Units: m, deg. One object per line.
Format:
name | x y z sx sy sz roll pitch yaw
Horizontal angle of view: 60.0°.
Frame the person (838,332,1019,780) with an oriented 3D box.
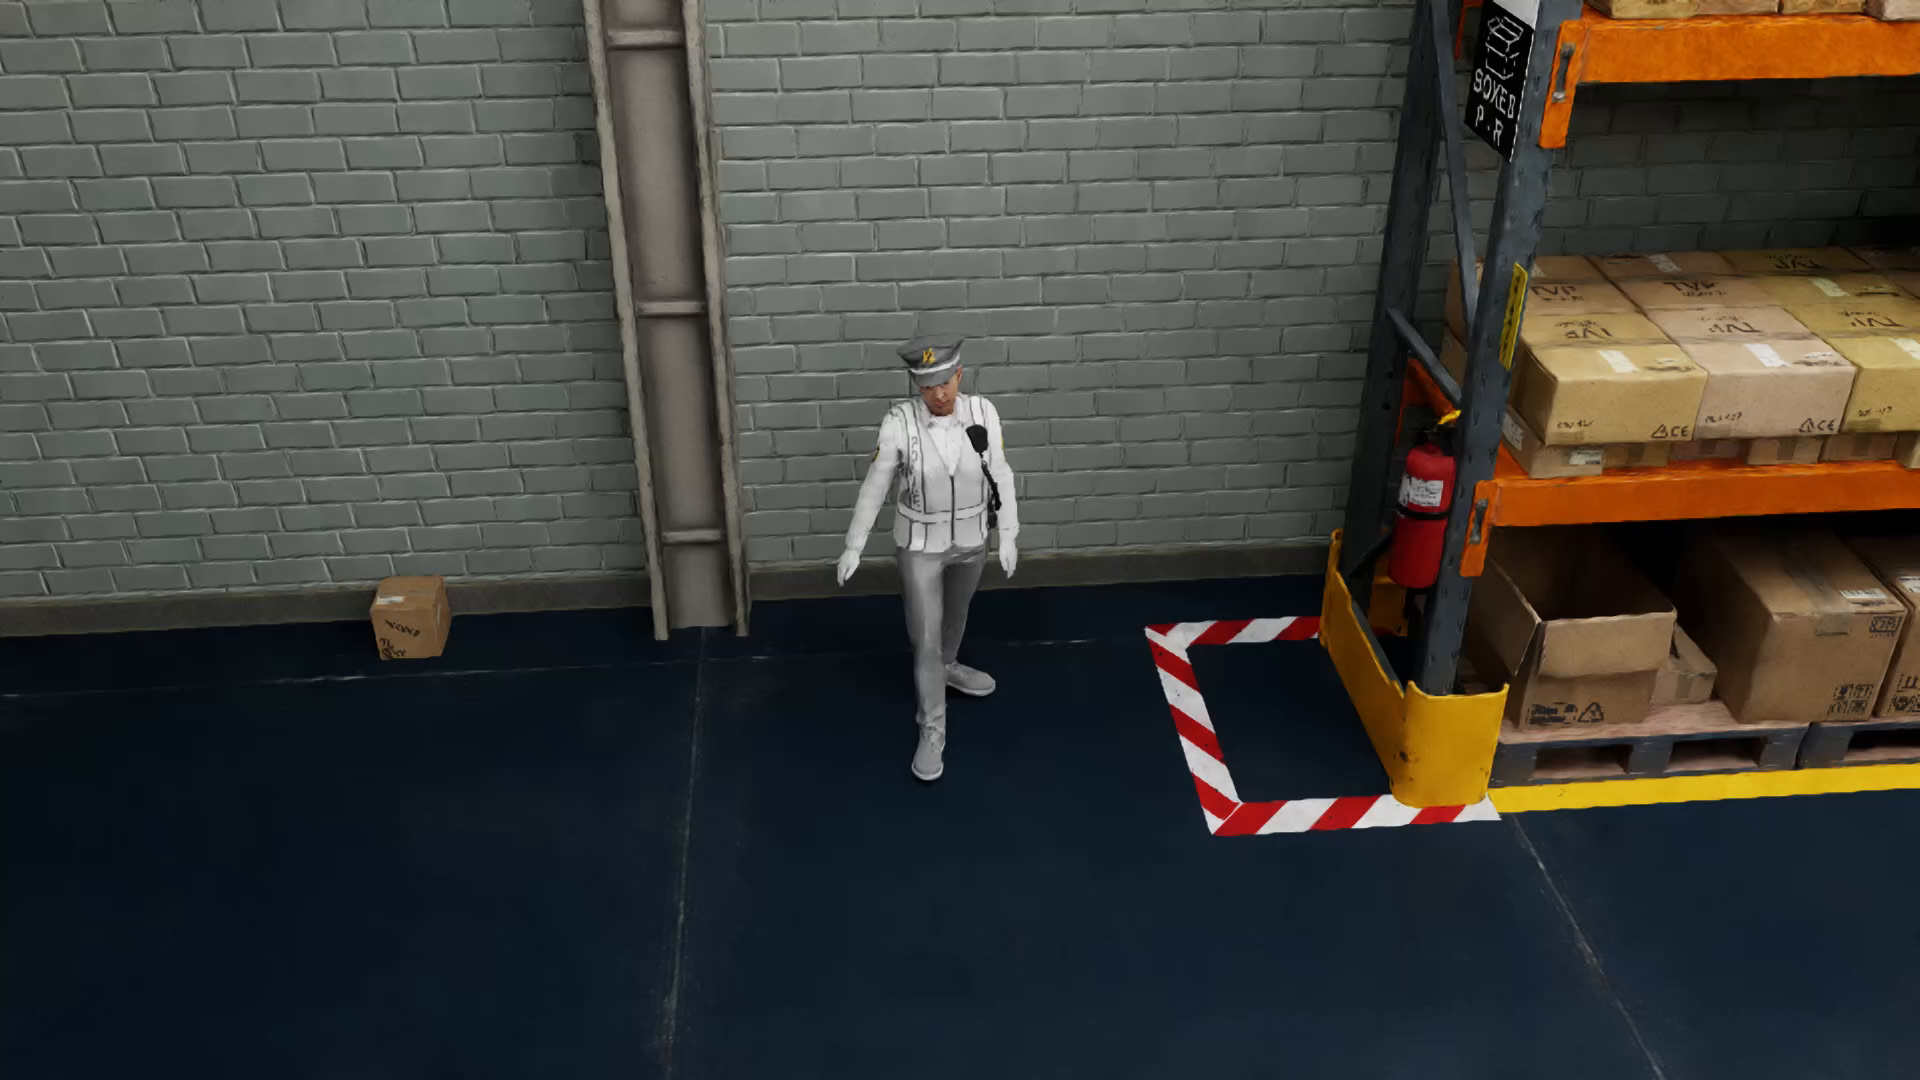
person | -0.110 0.025 6.061 0.666 1.663 0.640 -11 33 -17
